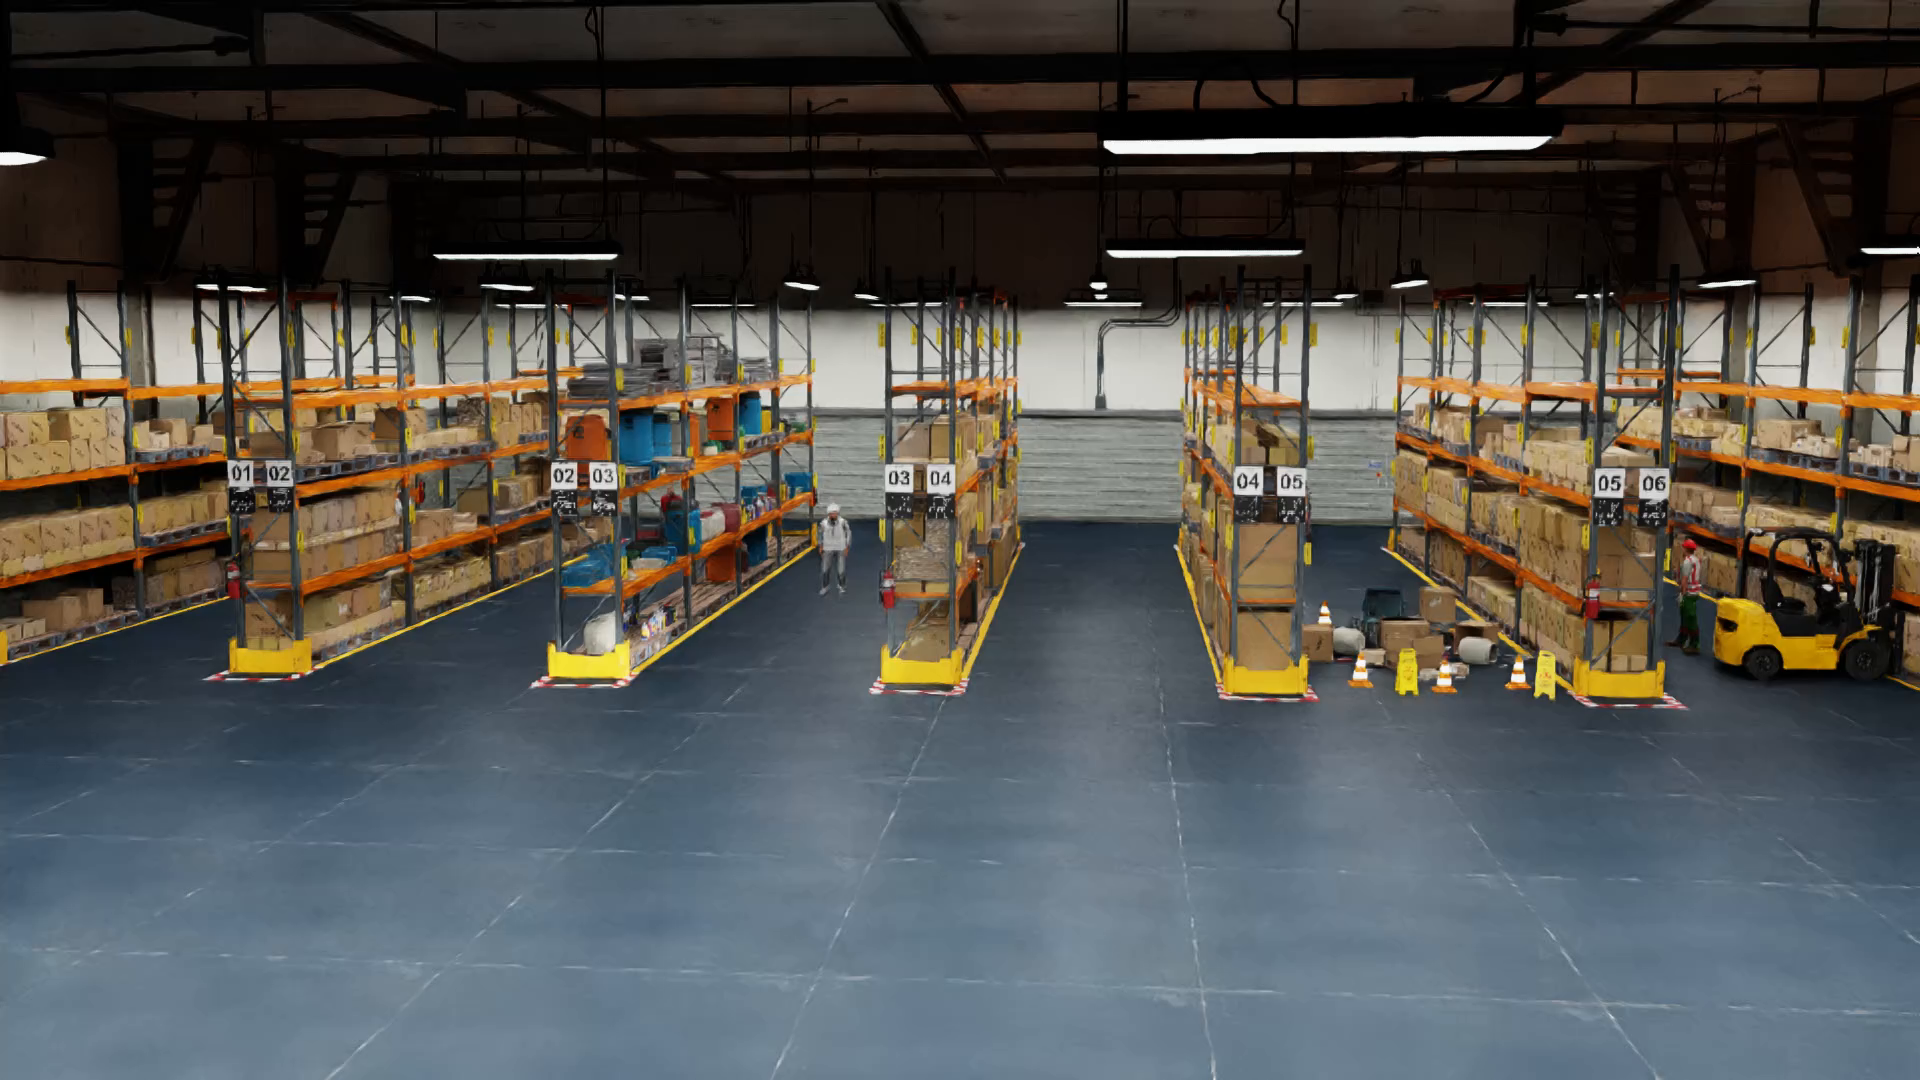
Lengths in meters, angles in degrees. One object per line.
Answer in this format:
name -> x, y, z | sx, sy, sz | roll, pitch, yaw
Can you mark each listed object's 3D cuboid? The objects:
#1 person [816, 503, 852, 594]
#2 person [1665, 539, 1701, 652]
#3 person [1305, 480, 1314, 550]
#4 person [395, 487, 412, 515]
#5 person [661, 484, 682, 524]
person -> -2.317, 0.159, 30.604 | 0.677, 1.718, 0.573 | 0, 7, 3
person -> 11.632, 0.867, 26.670 | 0.577, 1.785, 0.655 | 5, 8, 35
person -> 8.117, -0.634, 39.367 | 0.506, 1.723, 0.637 | -1, 7, -6
person -> -12.763, -0.428, 38.109 | 0.456, 1.589, 1.088 | 1, 7, 7
person -> -6.615, -0.479, 38.187 | 0.540, 1.621, 1.130 | 0, 7, 3
